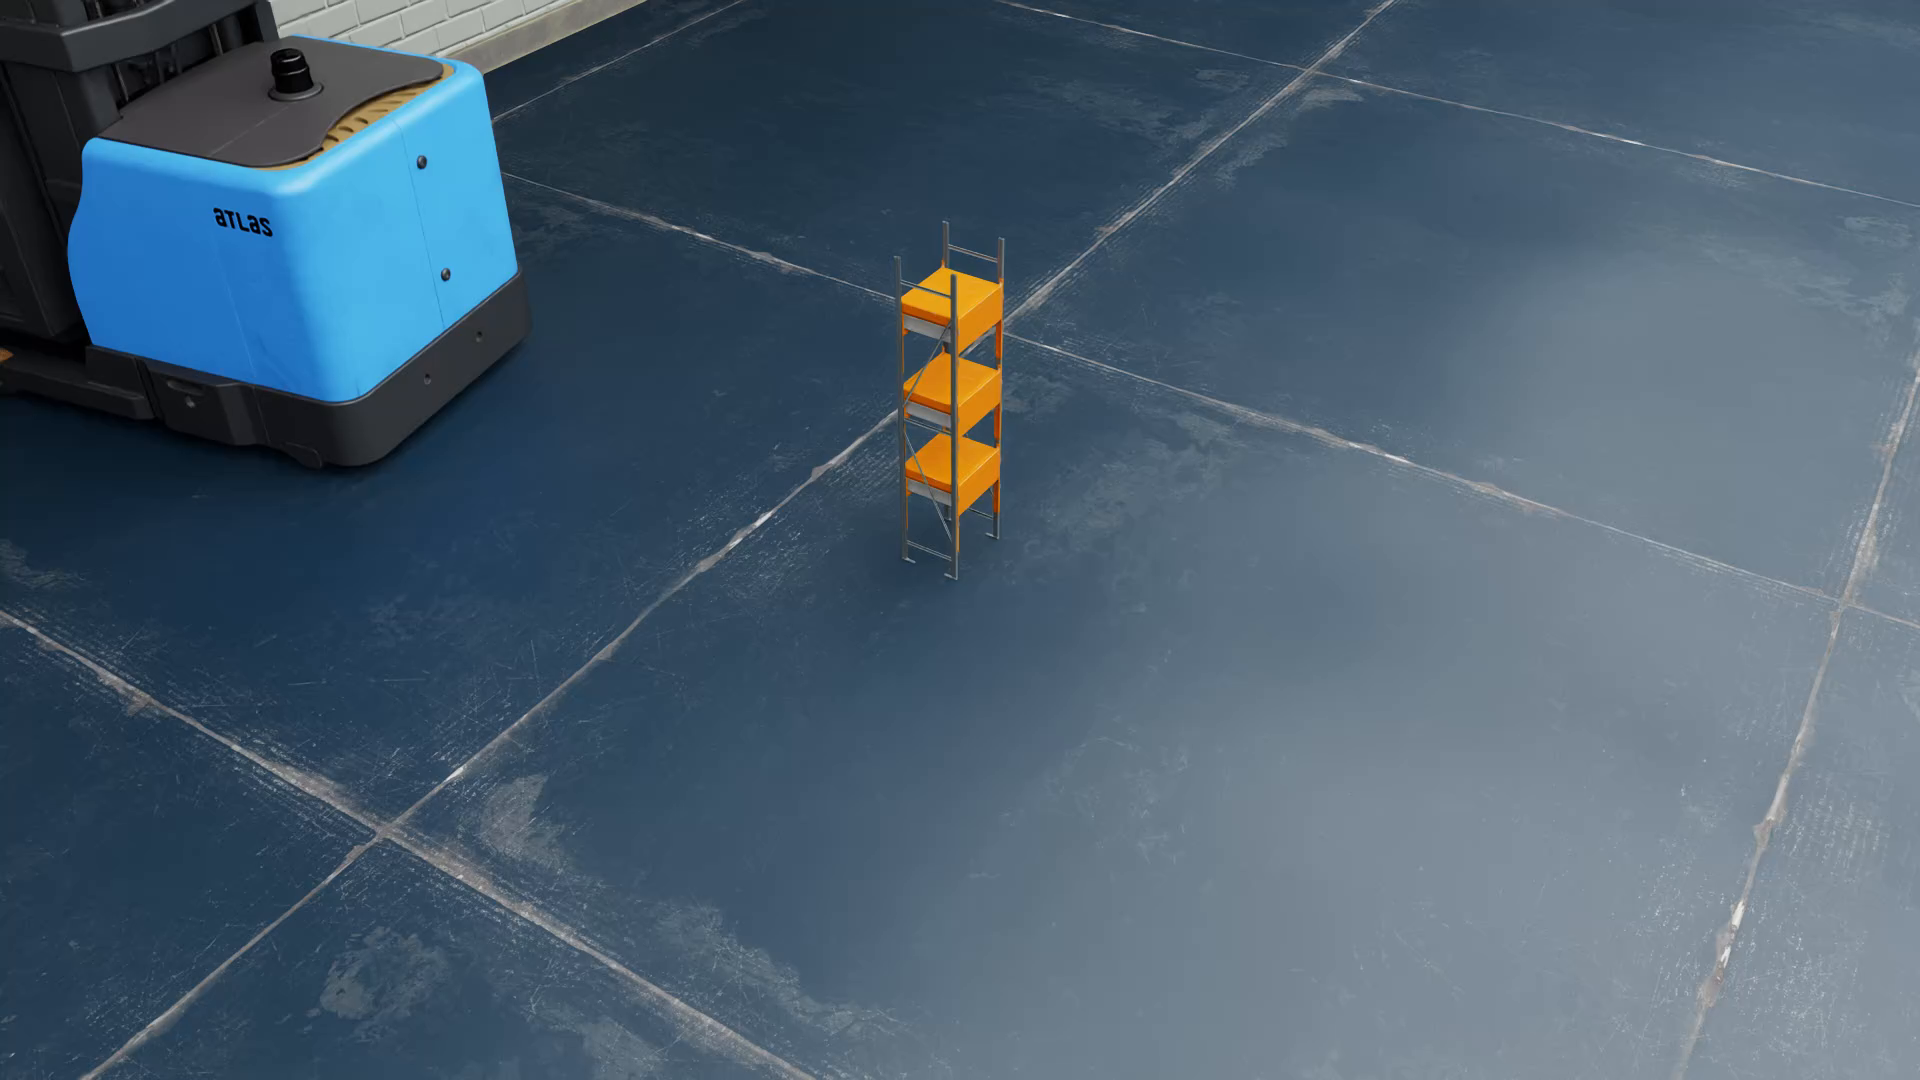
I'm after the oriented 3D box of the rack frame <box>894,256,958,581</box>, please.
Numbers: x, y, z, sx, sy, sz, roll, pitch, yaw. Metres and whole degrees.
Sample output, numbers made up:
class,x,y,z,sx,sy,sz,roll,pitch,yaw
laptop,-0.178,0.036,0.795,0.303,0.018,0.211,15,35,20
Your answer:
class,x,y,z,sx,sy,sz,roll,pitch,yaw
rack frame,-0.094,-0.325,4.812,0.200,1.050,0.008,21,42,25

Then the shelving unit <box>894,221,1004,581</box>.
class,x,y,z,sx,sy,sz,roll,pitch,yaw
shelving unit,-0.029,-0.388,4.894,0.215,1.050,0.252,21,42,25

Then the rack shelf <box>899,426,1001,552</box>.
class,x,y,z,sx,sy,sz,roll,pitch,yaw
rack shelf,-0.029,-0.160,5.070,0.215,0.259,0.240,21,42,25

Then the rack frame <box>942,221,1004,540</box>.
class,x,y,z,sx,sy,sz,roll,pitch,yaw
rack frame,0.037,-0.451,4.975,0.200,1.050,0.008,21,42,25

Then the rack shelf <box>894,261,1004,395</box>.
class,x,y,z,sx,sy,sz,roll,pitch,yaw
rack shelf,-0.029,-0.605,4.727,0.215,0.259,0.240,21,42,25

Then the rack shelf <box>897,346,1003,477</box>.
class,x,y,z,sx,sy,sz,roll,pitch,yaw
rack shelf,-0.029,-0.380,4.900,0.215,0.259,0.240,21,42,25

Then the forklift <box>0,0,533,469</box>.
class,x,y,z,sx,sy,sz,roll,pitch,yaw
forklift,-3.150,-1.964,5.397,3.031,2.935,1.130,14,40,17
